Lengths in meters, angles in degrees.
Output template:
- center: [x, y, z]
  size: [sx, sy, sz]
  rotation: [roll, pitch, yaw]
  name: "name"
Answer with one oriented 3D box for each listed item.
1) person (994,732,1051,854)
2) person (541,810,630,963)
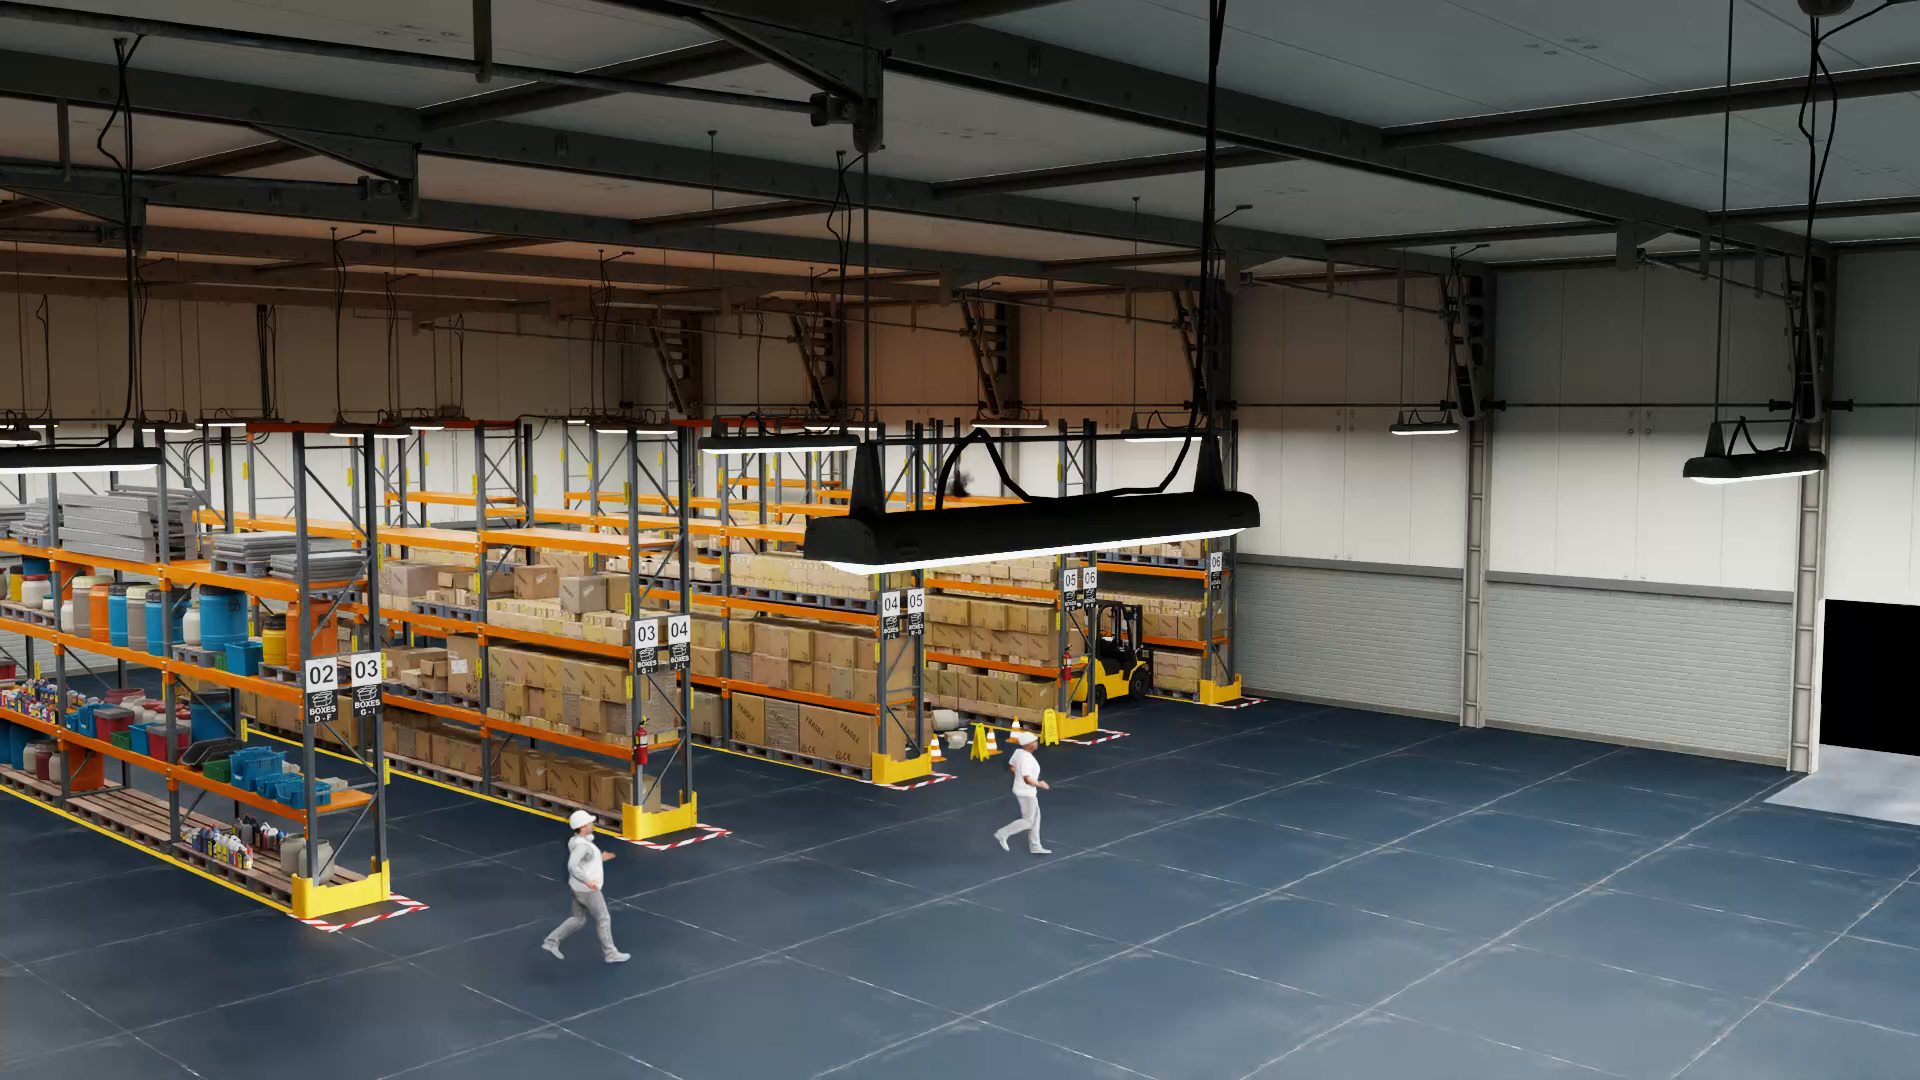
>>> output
- center: [0.872, 3.563, 23.332]
  size: [0.854, 1.760, 0.708]
  rotation: [-1, 5, -11]
  name: "person"
- center: [-4.209, 3.898, 18.678]
  size: [0.969, 1.749, 0.659]
  rotation: [-2, 5, -25]
  name: "person"
